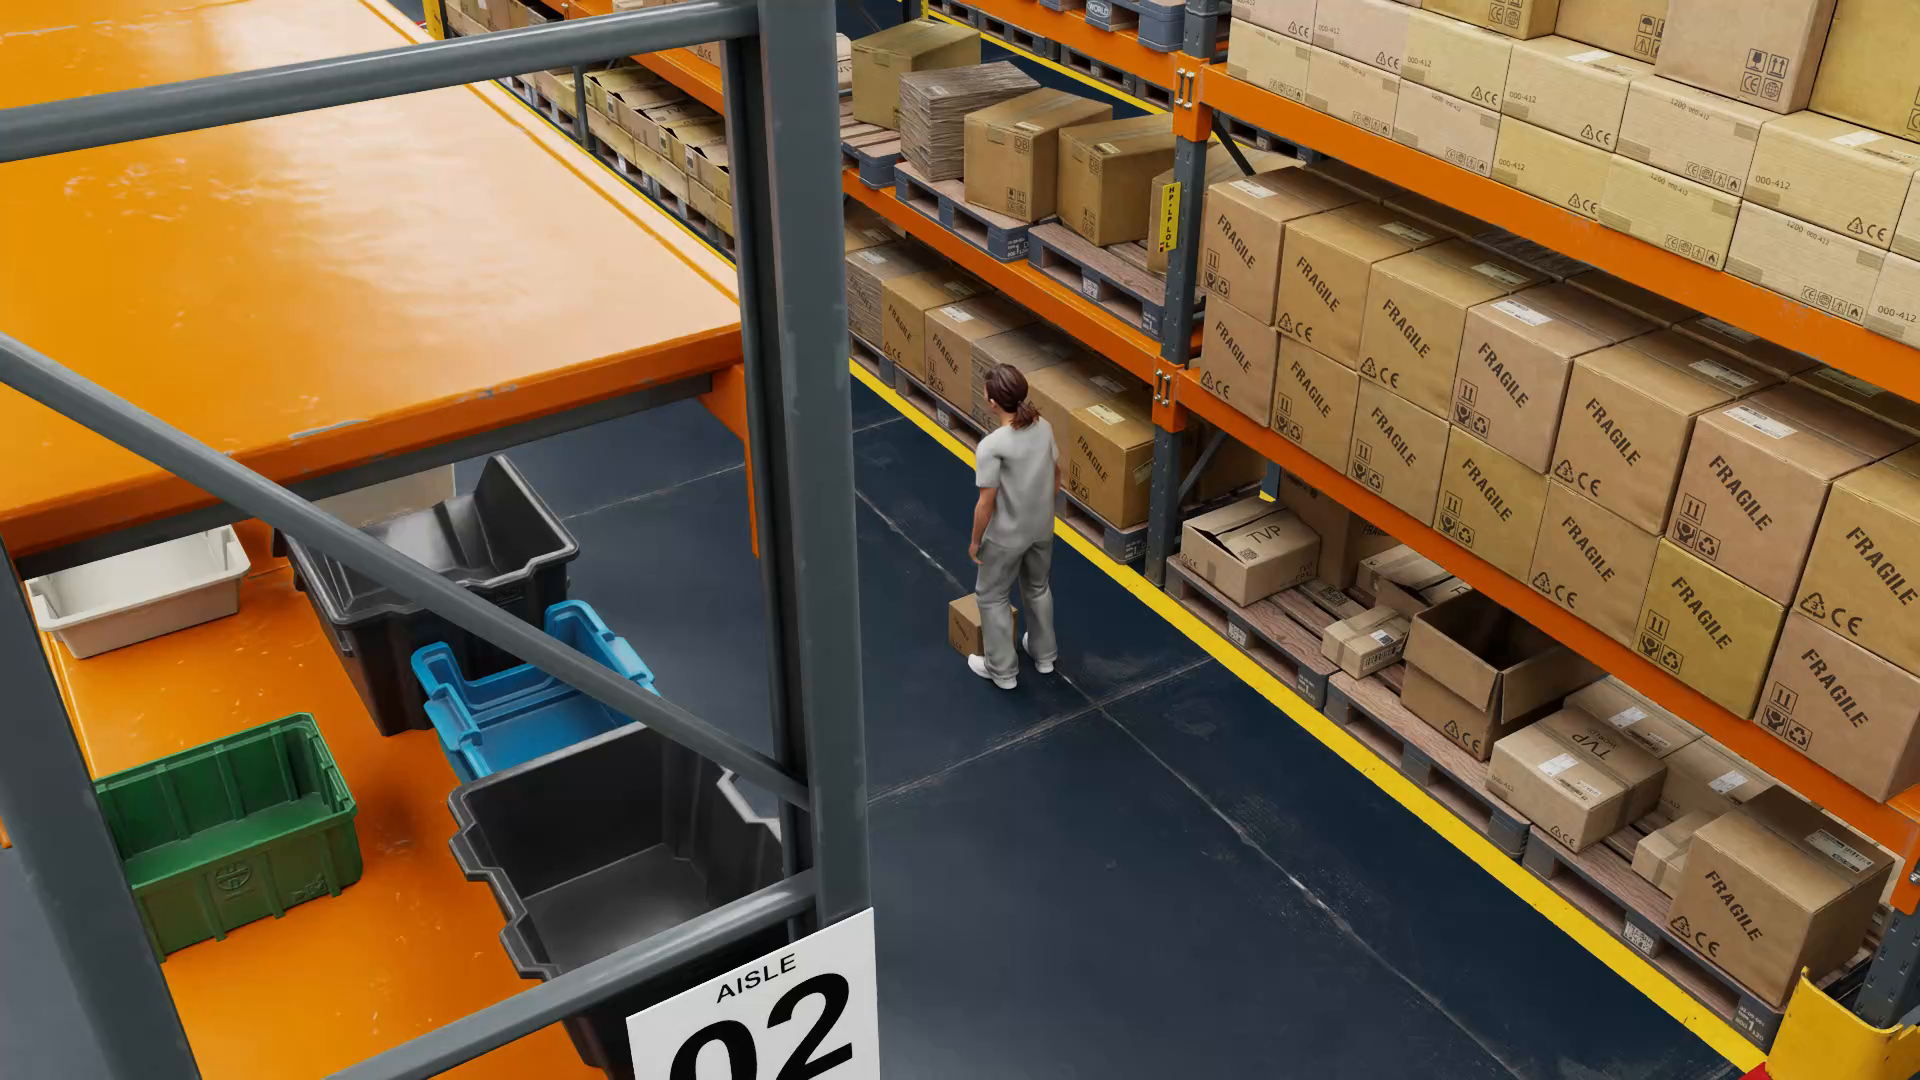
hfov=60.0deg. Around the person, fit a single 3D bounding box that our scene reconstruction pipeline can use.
[{"bbox_3d":[0.256,-0.053,7.787,0.512,1.671,0.367,-22,39,-30],"label":"person"}]
